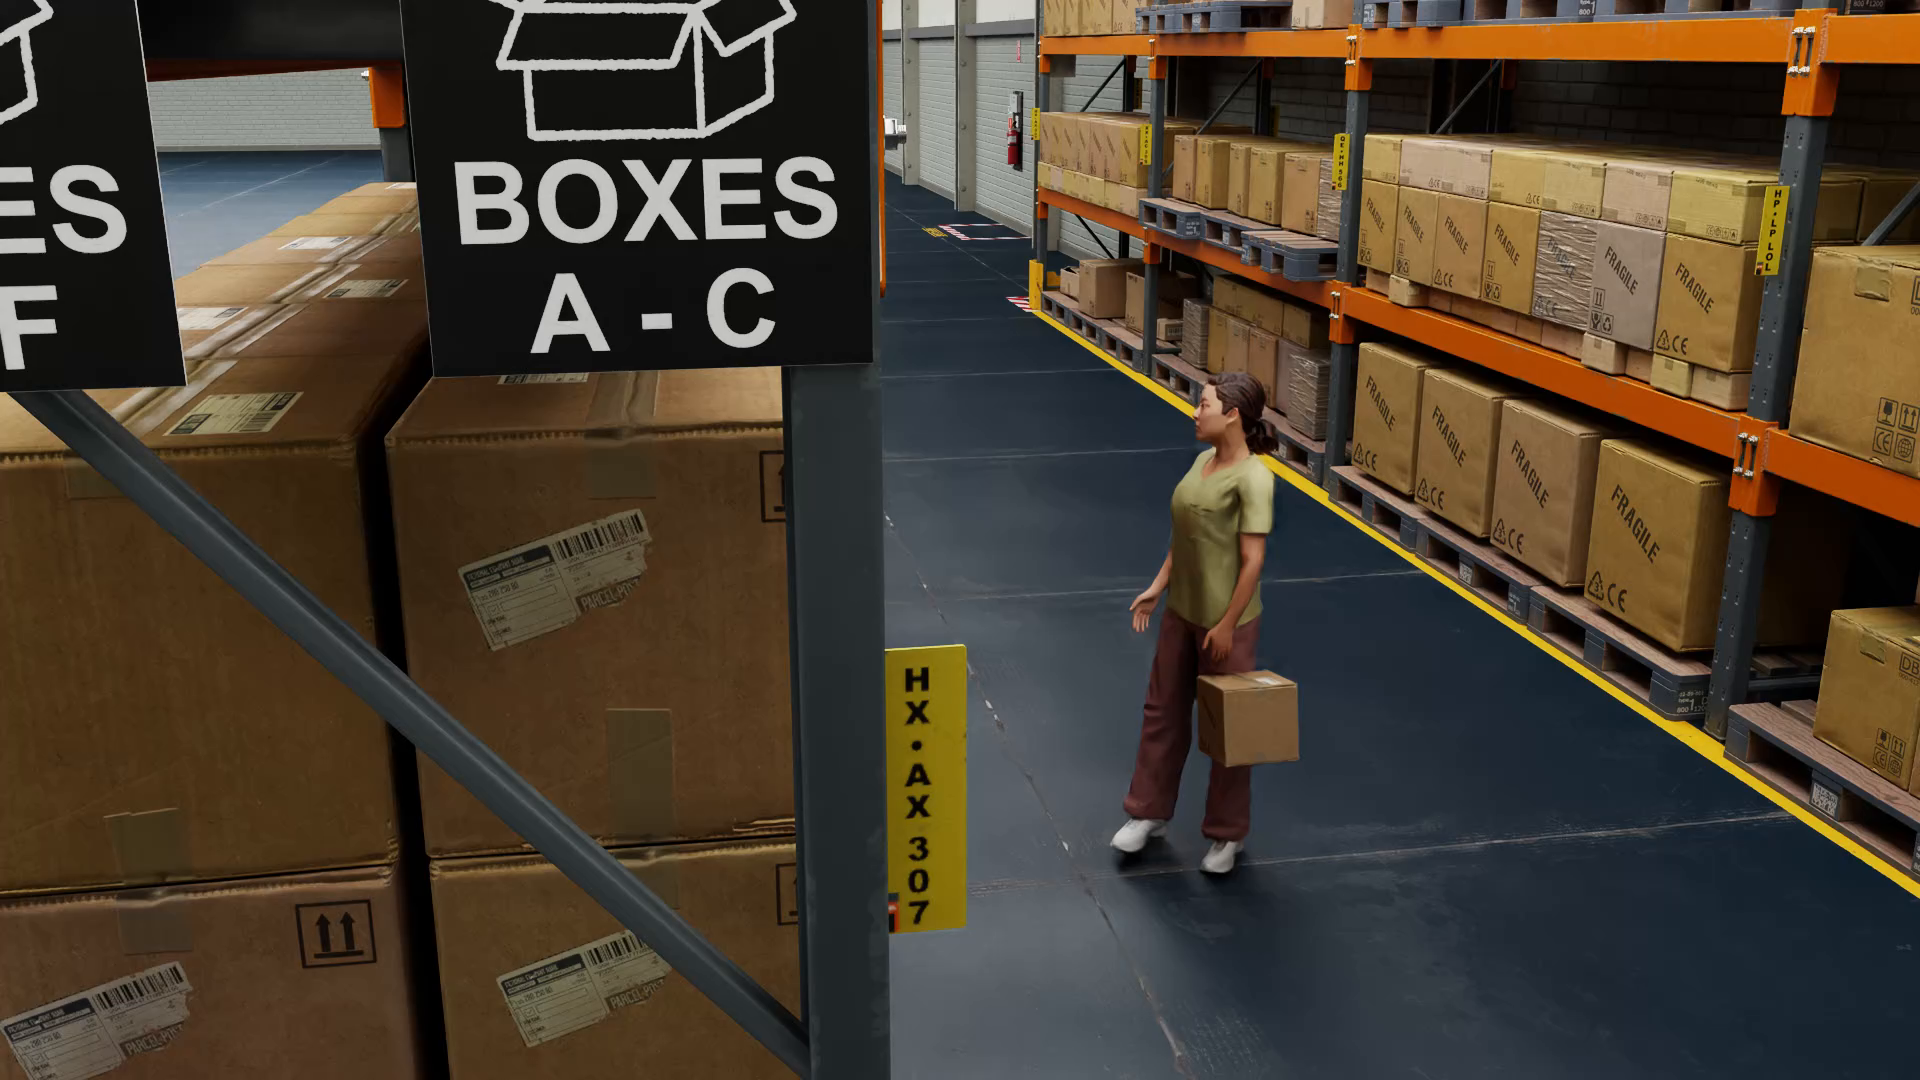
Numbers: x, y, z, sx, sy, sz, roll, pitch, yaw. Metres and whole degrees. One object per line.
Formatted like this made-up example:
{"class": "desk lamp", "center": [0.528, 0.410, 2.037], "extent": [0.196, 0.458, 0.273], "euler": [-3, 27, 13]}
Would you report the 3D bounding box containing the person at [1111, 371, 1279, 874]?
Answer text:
{"class": "person", "center": [0.792, 0.291, 5.536], "extent": [0.540, 1.654, 0.463], "euler": [-8, 18, -26]}
